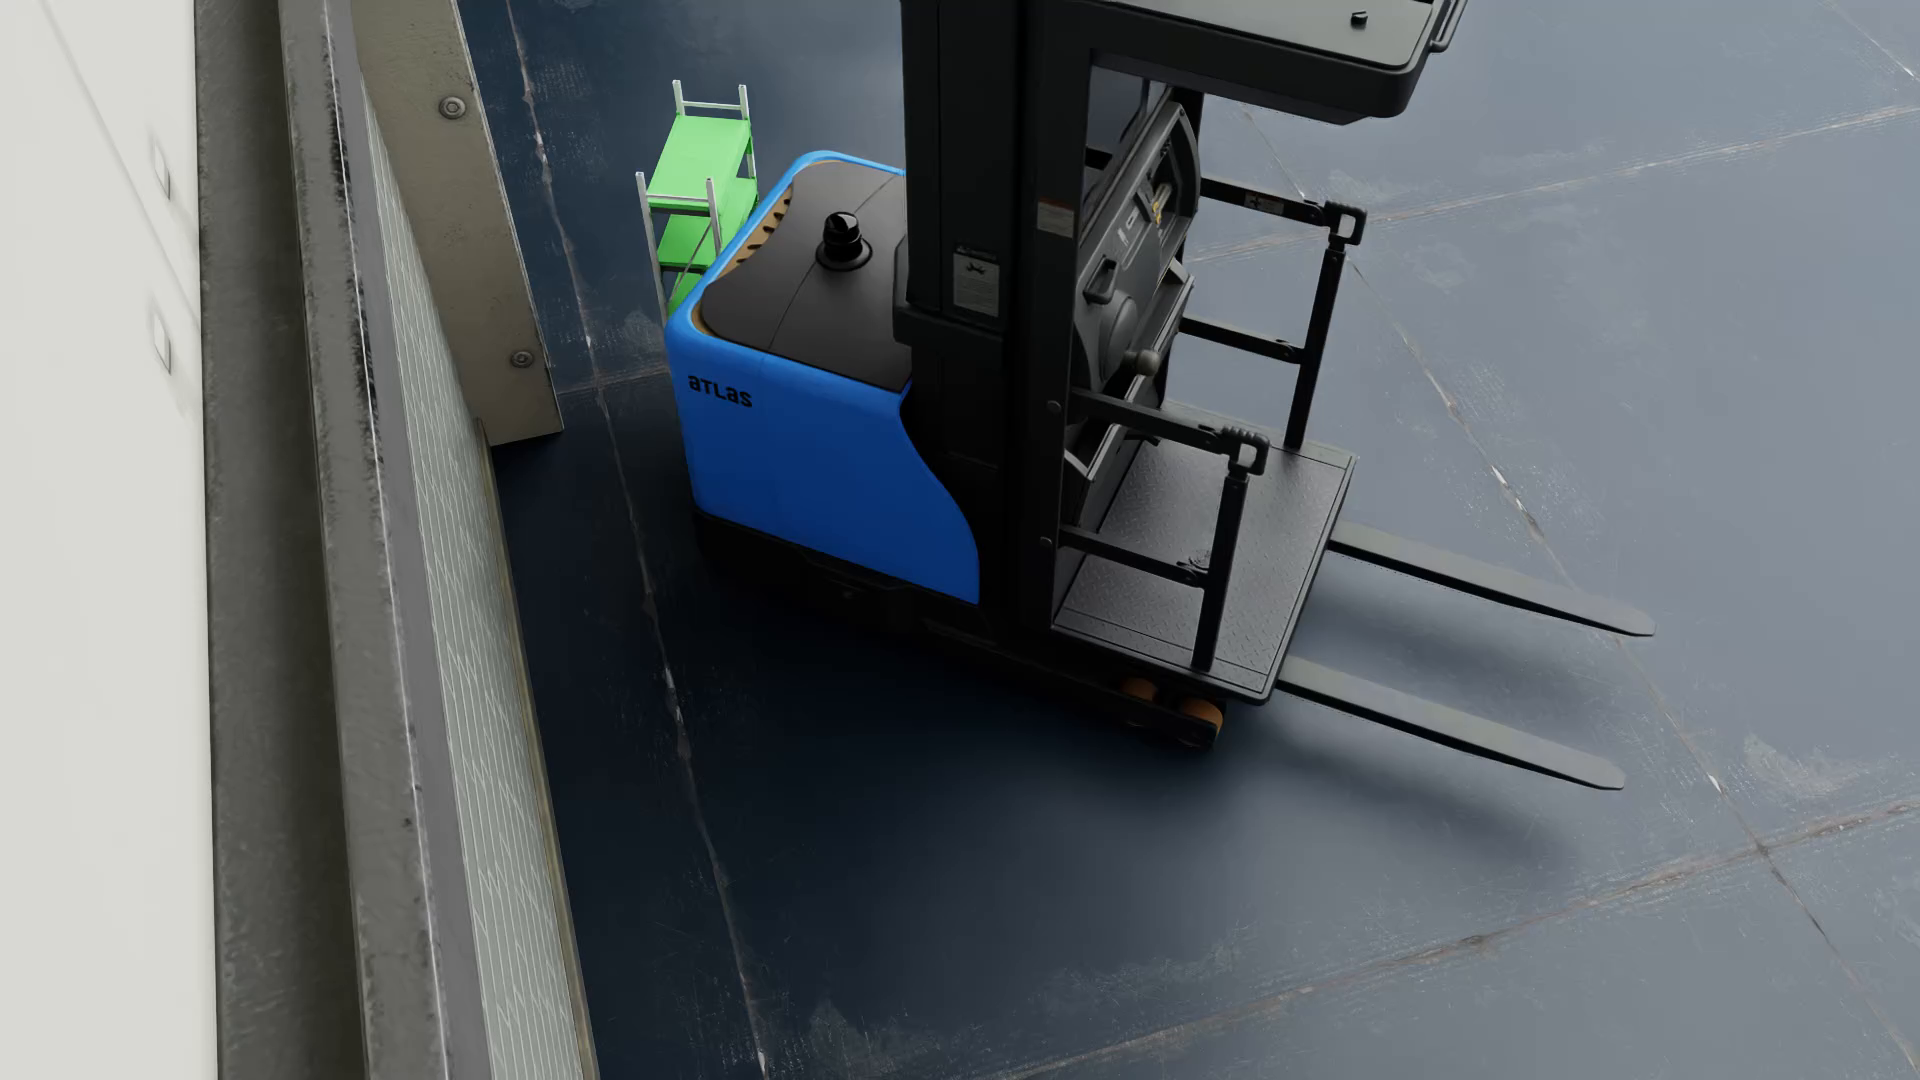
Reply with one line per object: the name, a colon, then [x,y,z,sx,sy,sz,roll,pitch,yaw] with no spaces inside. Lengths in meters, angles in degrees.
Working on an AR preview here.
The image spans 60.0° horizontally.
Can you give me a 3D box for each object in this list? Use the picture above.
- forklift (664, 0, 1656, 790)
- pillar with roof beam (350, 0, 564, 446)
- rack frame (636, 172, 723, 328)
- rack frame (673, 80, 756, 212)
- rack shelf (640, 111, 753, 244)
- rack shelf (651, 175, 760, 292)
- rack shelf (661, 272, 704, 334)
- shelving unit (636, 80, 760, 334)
forklift: [0.672,-0.764,4.477,3.031,2.935,1.130,18,52,15]
pillar with roof beam: [2.458,-4.386,3.562,9.100,9.000,0.400,-13,51,-11]
rack frame: [-0.881,-0.734,5.584,0.240,1.200,0.015,6,50,5]
rack frame: [-0.820,-1.104,5.896,0.240,1.200,0.015,6,50,5]
rack shelf: [-0.851,-1.187,5.422,0.258,0.148,0.480,6,50,5]
rack shelf: [-0.851,-1.032,5.605,0.258,0.148,0.480,6,50,5]
rack shelf: [-0.851,-0.878,5.789,0.258,0.148,0.480,6,50,5]
shelving unit: [-0.851,-0.919,5.740,0.258,1.200,0.503,6,50,5]
